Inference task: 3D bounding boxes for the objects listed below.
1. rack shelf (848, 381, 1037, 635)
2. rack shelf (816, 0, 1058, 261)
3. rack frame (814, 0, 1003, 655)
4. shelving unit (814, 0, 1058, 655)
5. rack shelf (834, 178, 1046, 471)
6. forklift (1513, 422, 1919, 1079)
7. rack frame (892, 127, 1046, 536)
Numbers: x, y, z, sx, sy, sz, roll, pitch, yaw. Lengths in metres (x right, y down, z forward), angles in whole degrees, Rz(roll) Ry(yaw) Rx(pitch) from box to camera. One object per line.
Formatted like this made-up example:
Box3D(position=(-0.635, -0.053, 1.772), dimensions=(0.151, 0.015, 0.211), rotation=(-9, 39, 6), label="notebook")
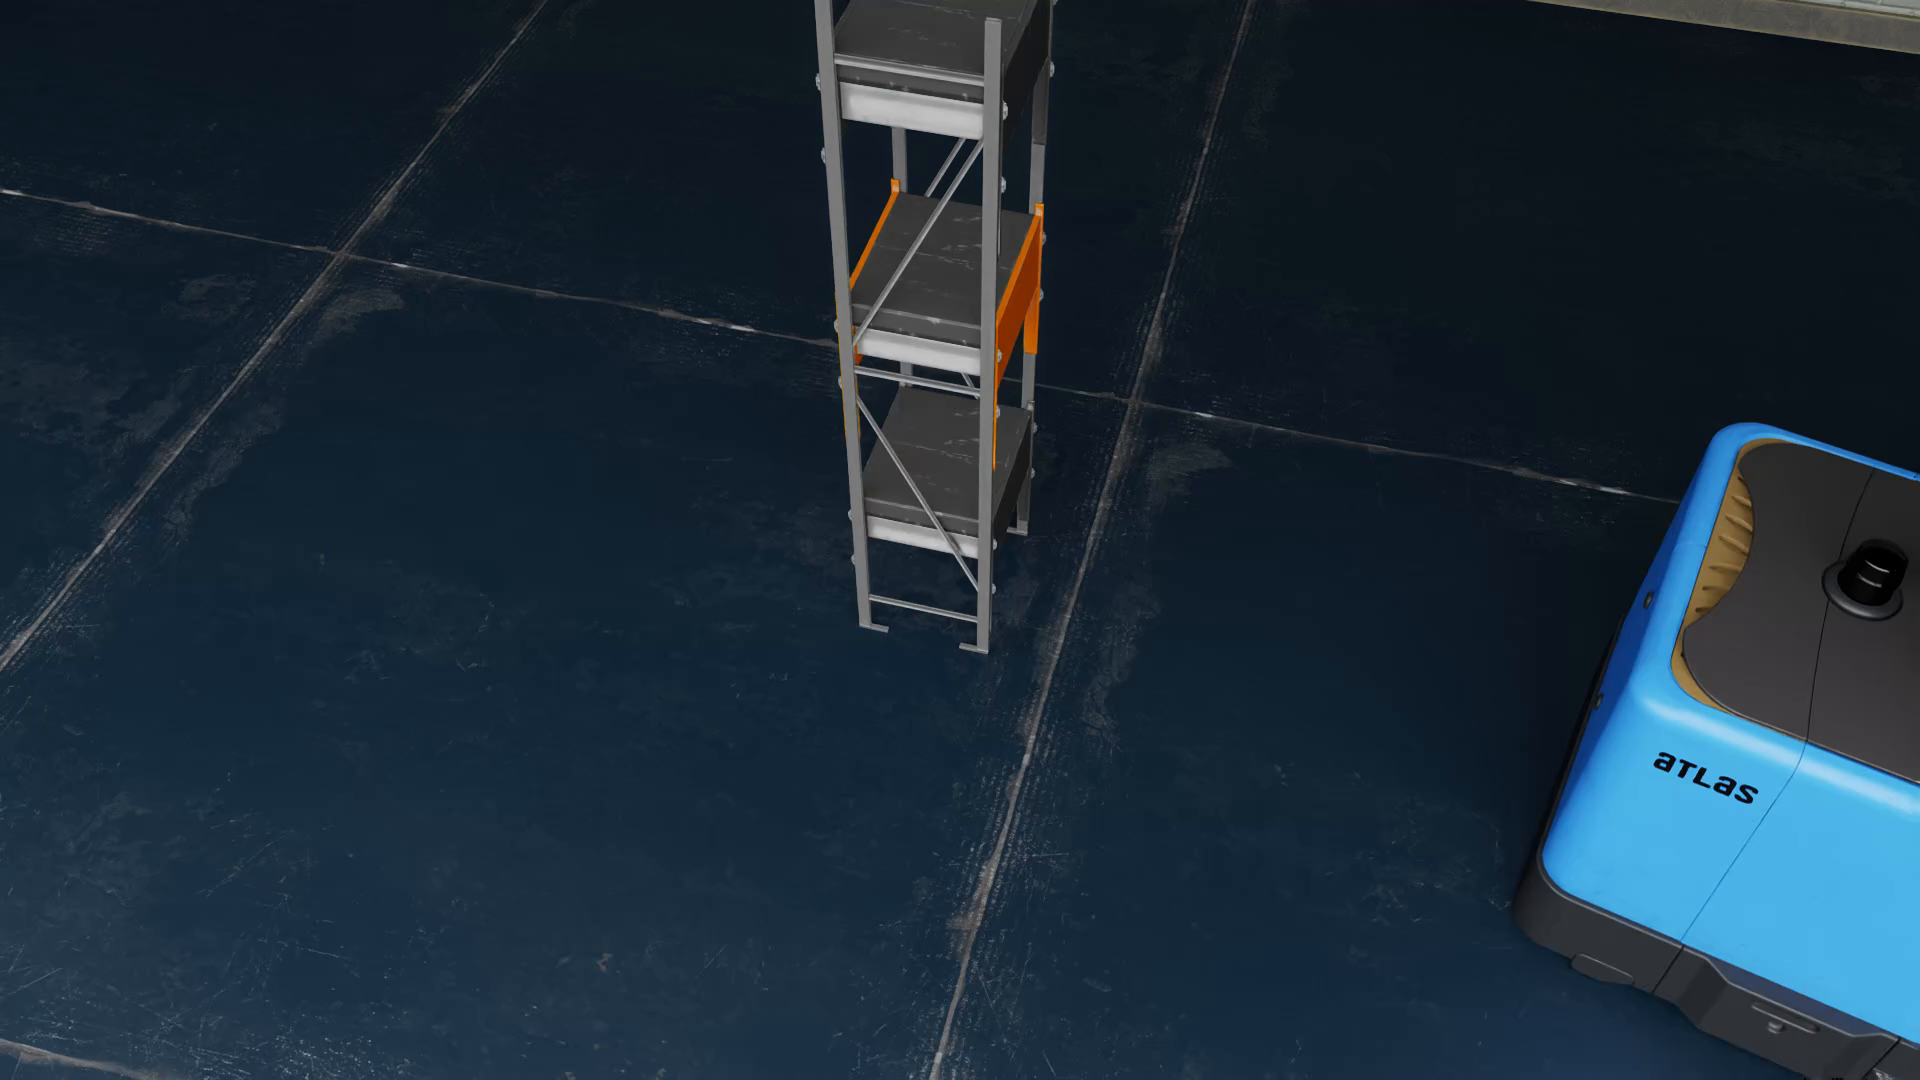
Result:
Box3D(position=(-0.044, -0.103, 4.892), dimensions=(0.431, 0.518, 0.480), rotation=(12, 50, 10), label="rack shelf")
Box3D(position=(-0.044, -1.029, 3.842), dimensions=(0.431, 0.518, 0.480), rotation=(12, 50, 10), label="rack shelf")
Box3D(position=(-0.108, -0.399, 4.201), dimensions=(0.400, 2.100, 0.015), rotation=(12, 50, 10), label="rack frame")
Box3D(position=(-0.044, -0.575, 4.357), dimensions=(0.431, 2.100, 0.503), rotation=(12, 50, 10), label="shelving unit")
Box3D(position=(-0.044, -0.566, 4.367), dimensions=(0.431, 0.518, 0.480), rotation=(12, 50, 10), label="rack shelf")
Box3D(position=(2.975, 0.273, 3.054), dimensions=(3.031, 2.935, 1.130), rotation=(22, 52, 18), label="forklift")
Box3D(position=(0.021, -0.752, 4.513), dimensions=(0.400, 2.100, 0.015), rotation=(12, 50, 10), label="rack frame")
